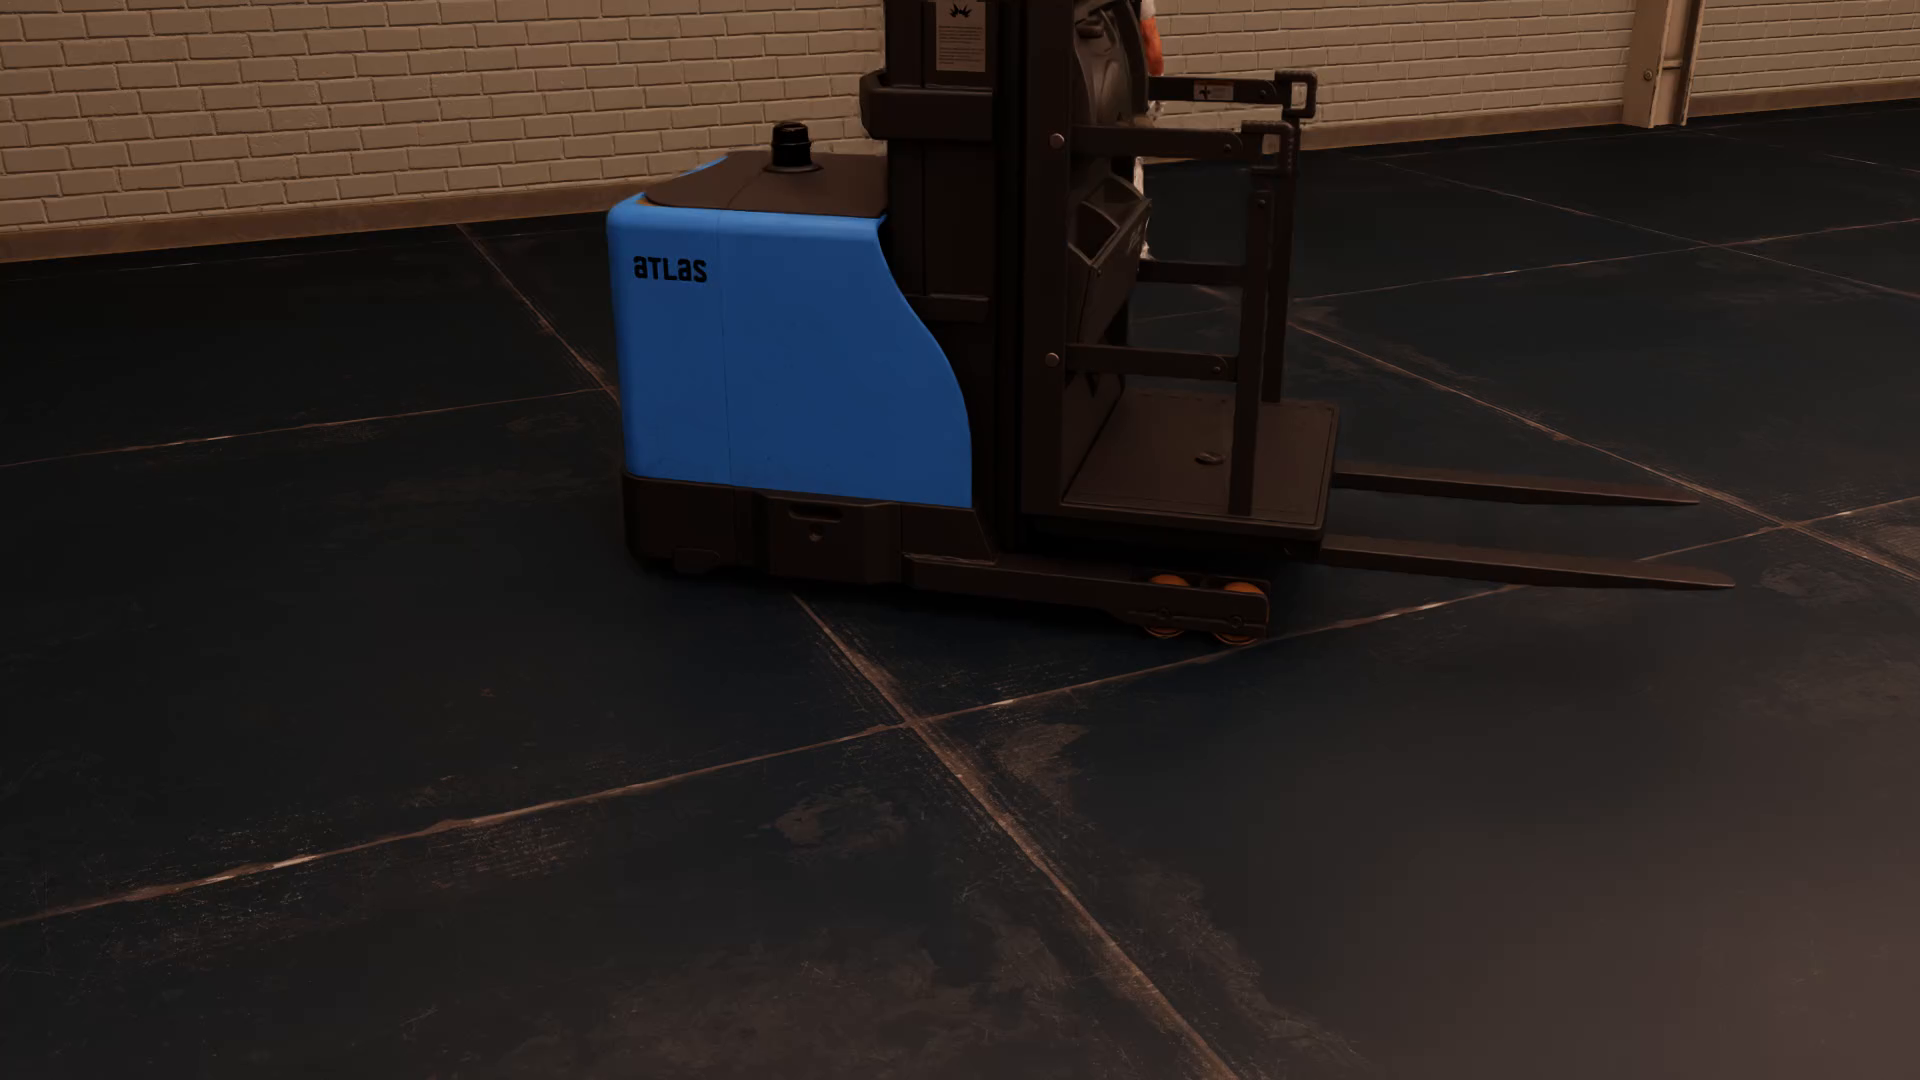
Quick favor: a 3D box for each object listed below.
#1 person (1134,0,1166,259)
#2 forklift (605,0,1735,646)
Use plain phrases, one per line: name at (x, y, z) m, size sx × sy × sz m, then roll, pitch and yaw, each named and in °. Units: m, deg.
person at (0.669, -2.132, 7.896) m, size 0.636 × 1.791 × 0.545 m, roll 5°, pitch 23°, yaw 12°
forklift at (0.595, -1.298, 4.410) m, size 3.031 × 2.935 × 1.130 m, roll 6°, pitch 23°, yaw 13°
